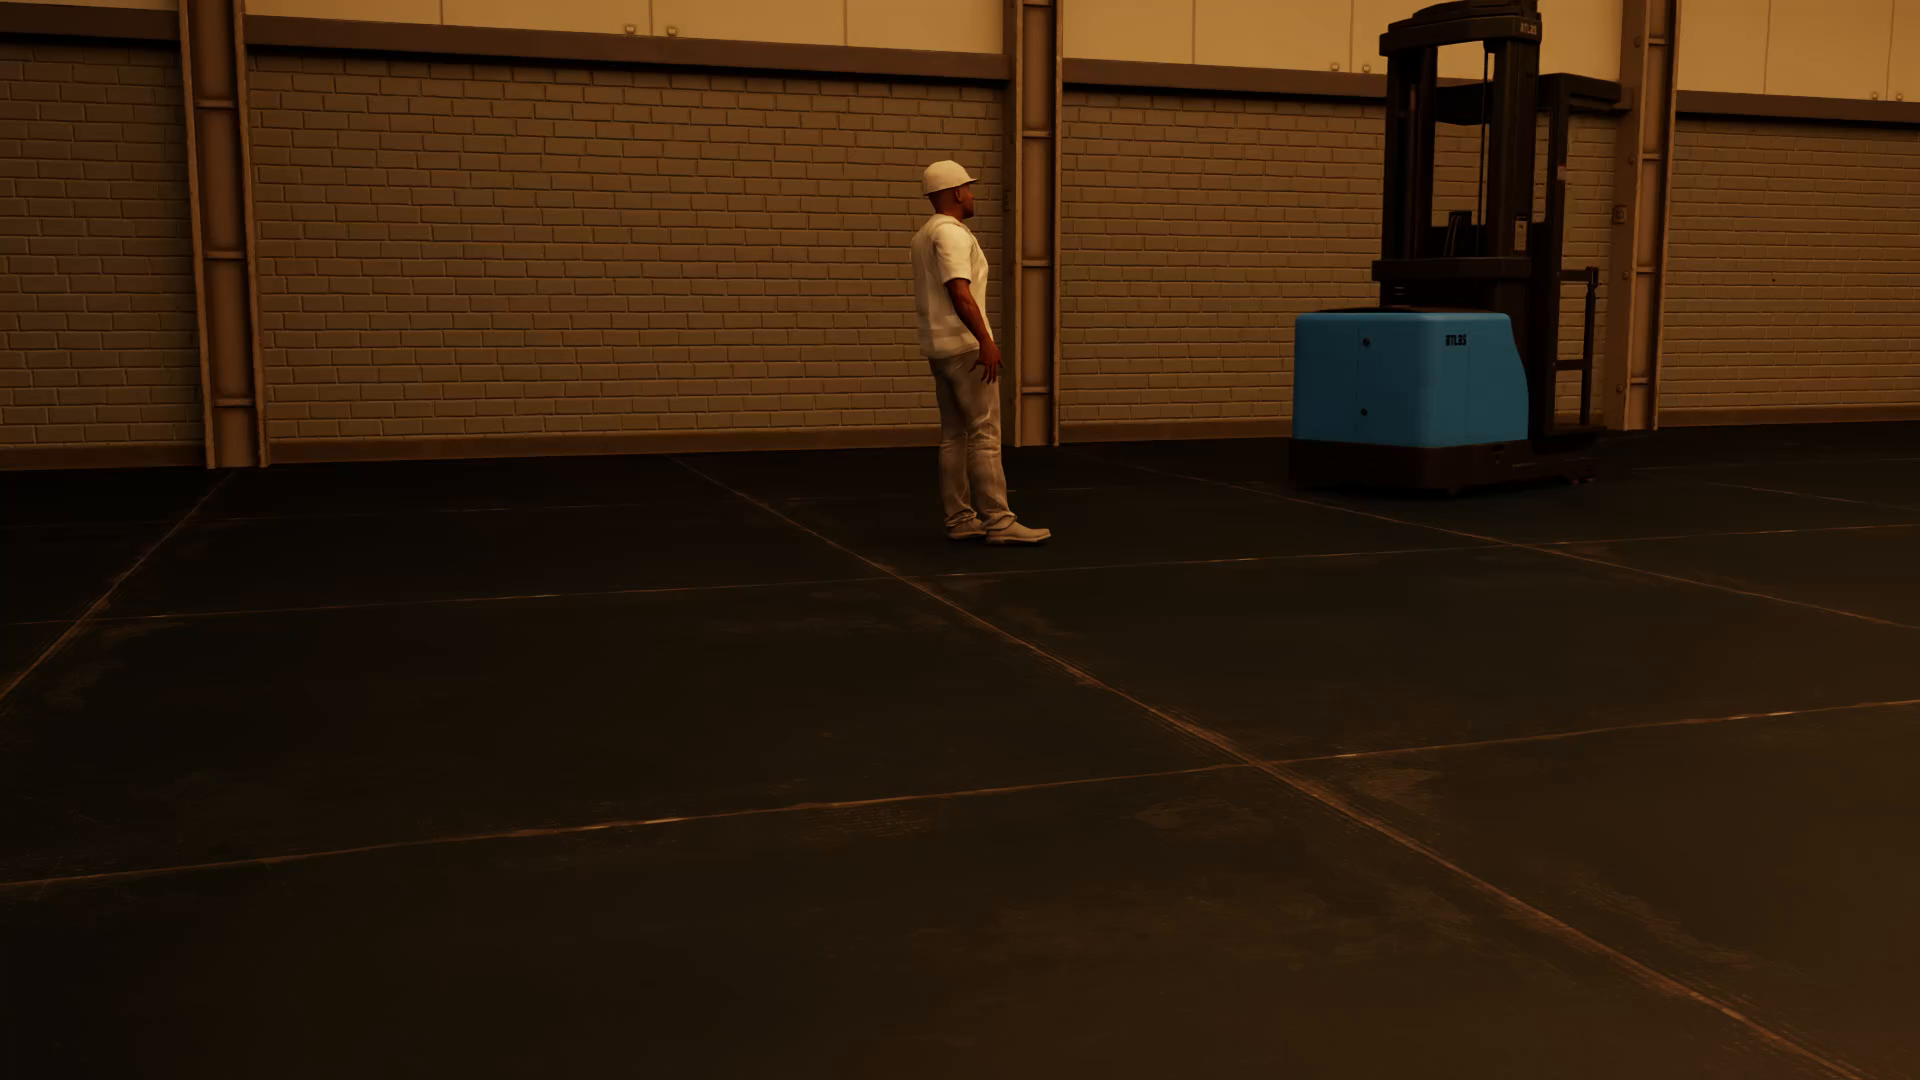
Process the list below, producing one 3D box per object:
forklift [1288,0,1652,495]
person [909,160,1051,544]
[{"bbox_3d":[3.459,-1.850,10.655,3.031,2.935,1.130,-7,10,-41],"label":"forklift"},{"bbox_3d":[0.068,-0.885,7.820,0.575,1.768,0.665,-3,8,-18],"label":"person"}]
